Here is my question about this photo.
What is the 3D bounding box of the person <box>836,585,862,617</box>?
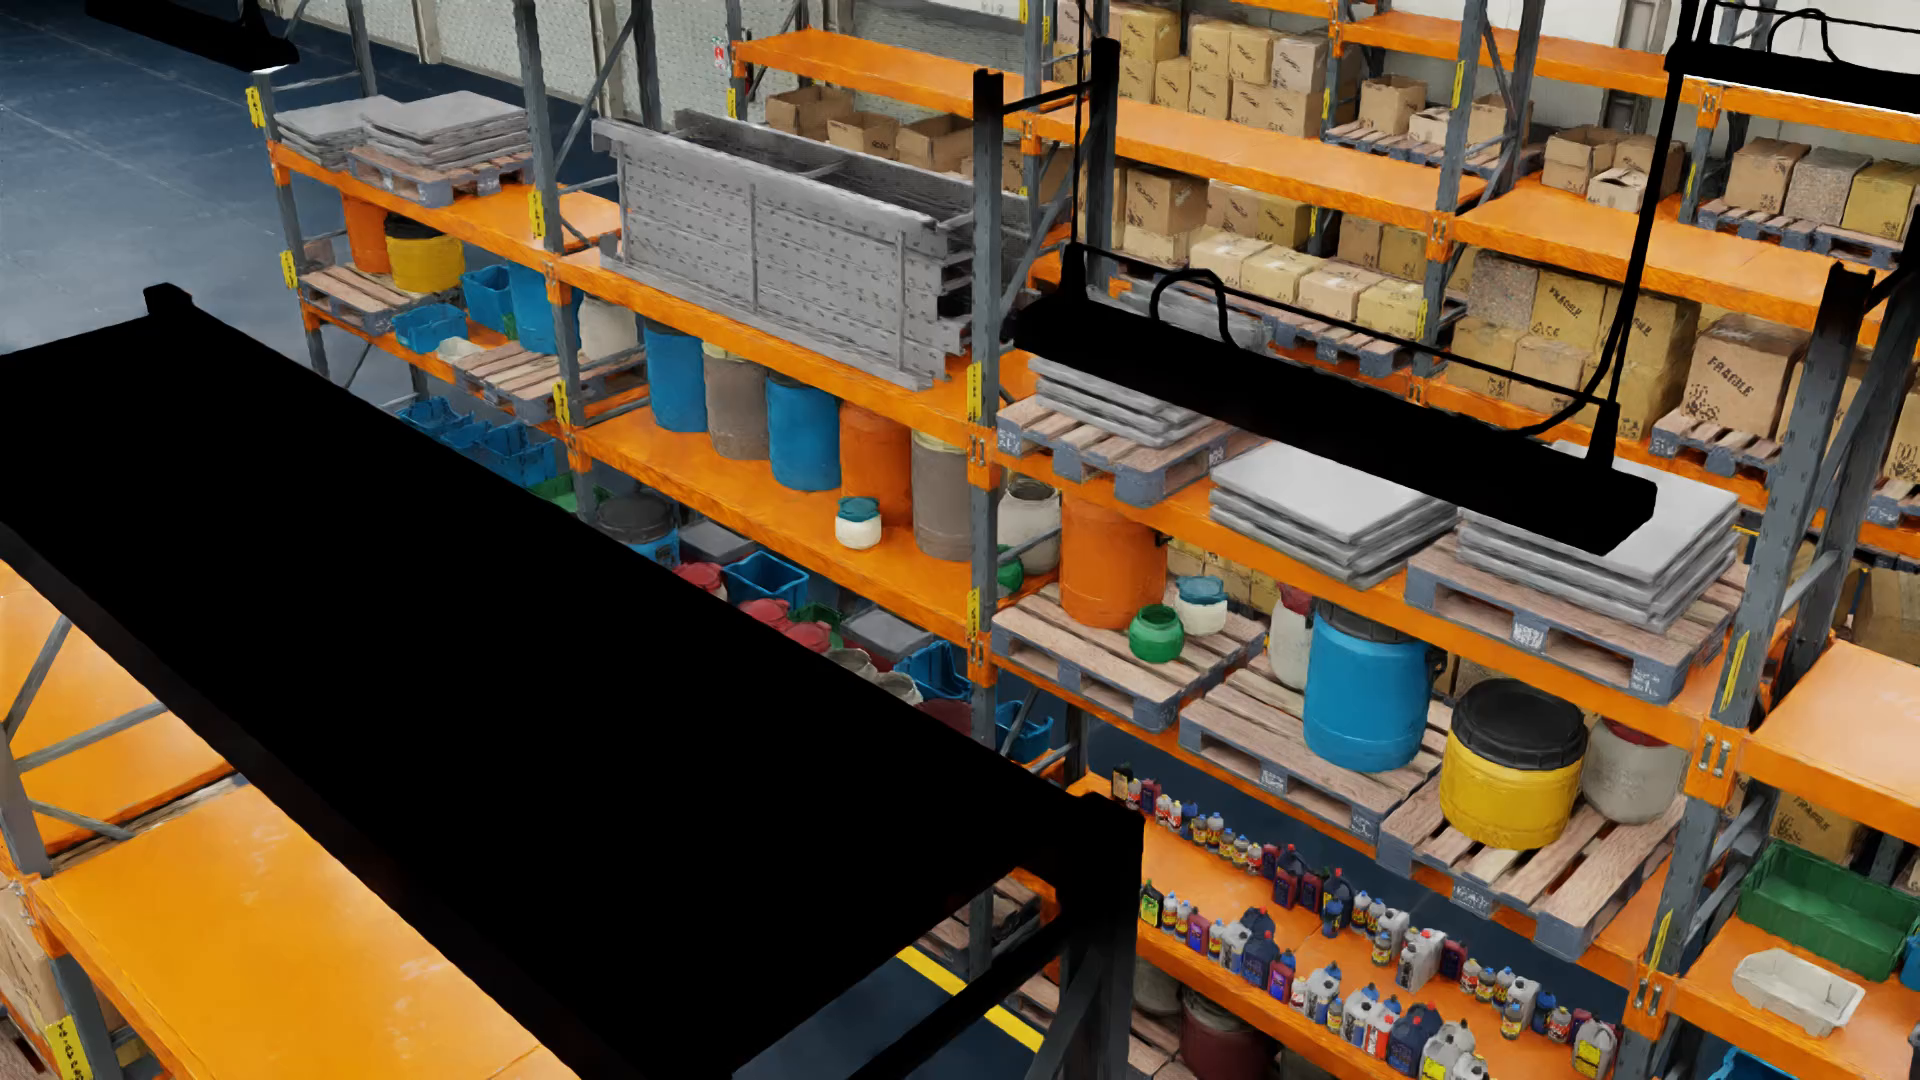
[{"bbox_3d":[-0.759,0.154,14.224,0.542,1.675,1.126,-26,38,-38],"label":"person"}]
